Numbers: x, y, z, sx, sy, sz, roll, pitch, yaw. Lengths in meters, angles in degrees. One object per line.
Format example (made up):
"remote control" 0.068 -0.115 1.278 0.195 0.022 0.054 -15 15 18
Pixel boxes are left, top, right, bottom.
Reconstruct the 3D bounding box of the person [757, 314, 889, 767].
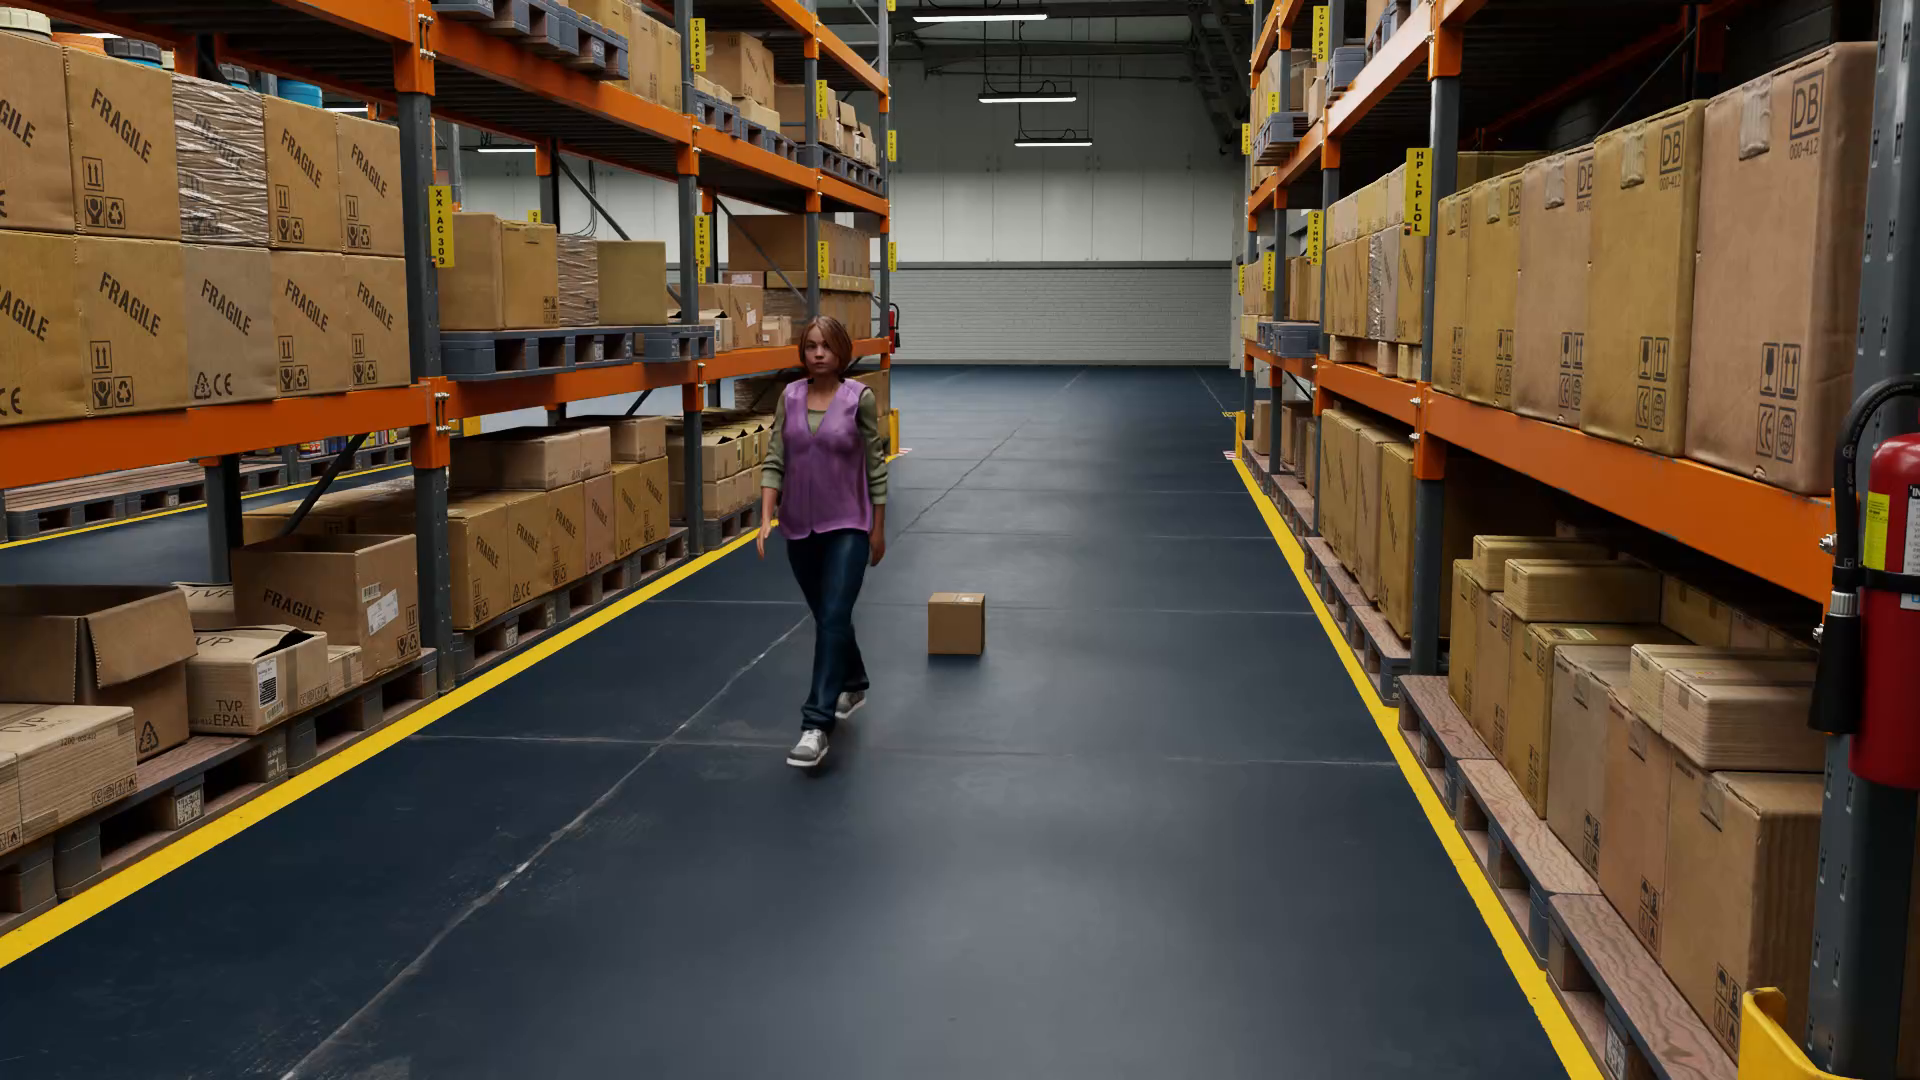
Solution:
"person" -0.511 -0.038 5.996 0.428 1.538 0.954 2 8 17
